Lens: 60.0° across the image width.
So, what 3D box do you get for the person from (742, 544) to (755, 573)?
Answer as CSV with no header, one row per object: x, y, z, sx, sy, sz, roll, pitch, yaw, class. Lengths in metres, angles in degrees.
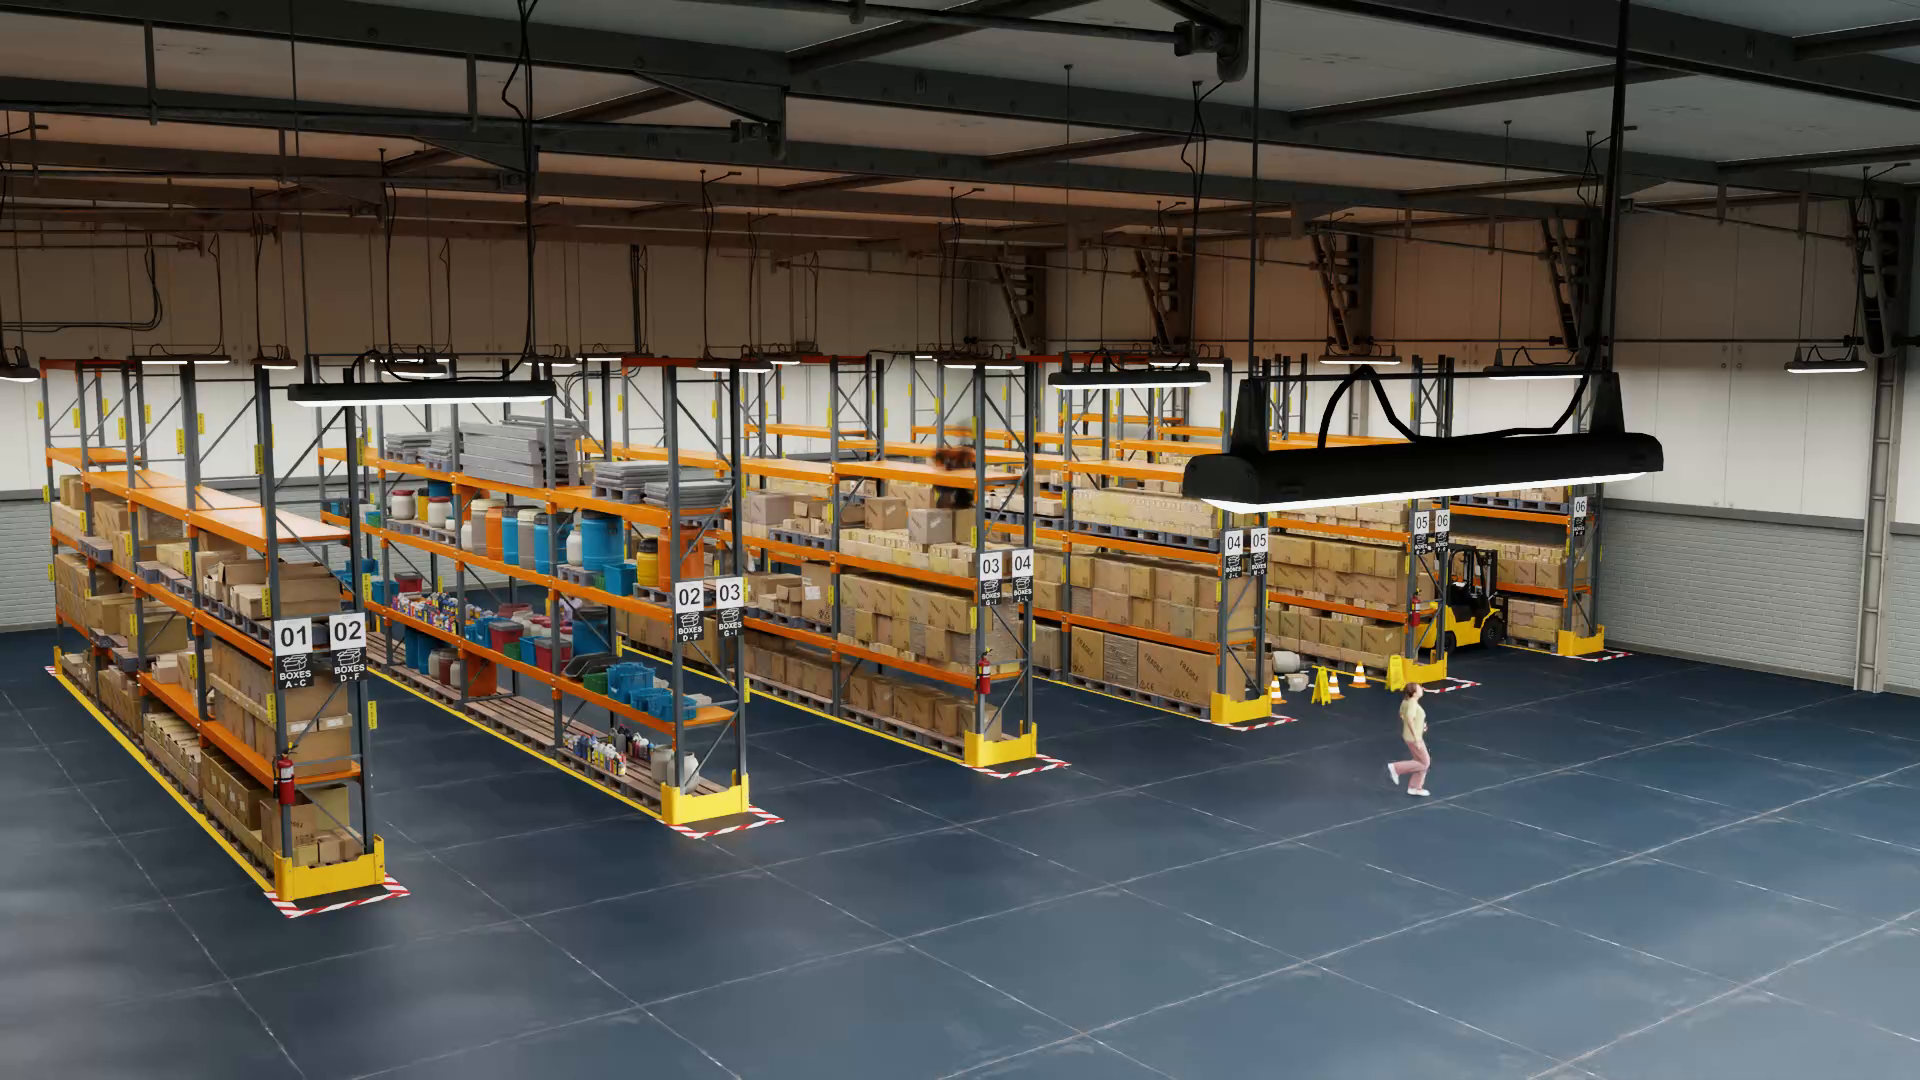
-4.938,0.922,37.935,0.735,1.806,0.756,-5,8,-35,person

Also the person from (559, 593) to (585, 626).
-7.422,1.712,31.725,0.583,1.708,0.773,-7,10,-44,person

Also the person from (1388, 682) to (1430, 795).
6.261,2.763,23.159,0.620,1.600,0.583,0,7,2,person
